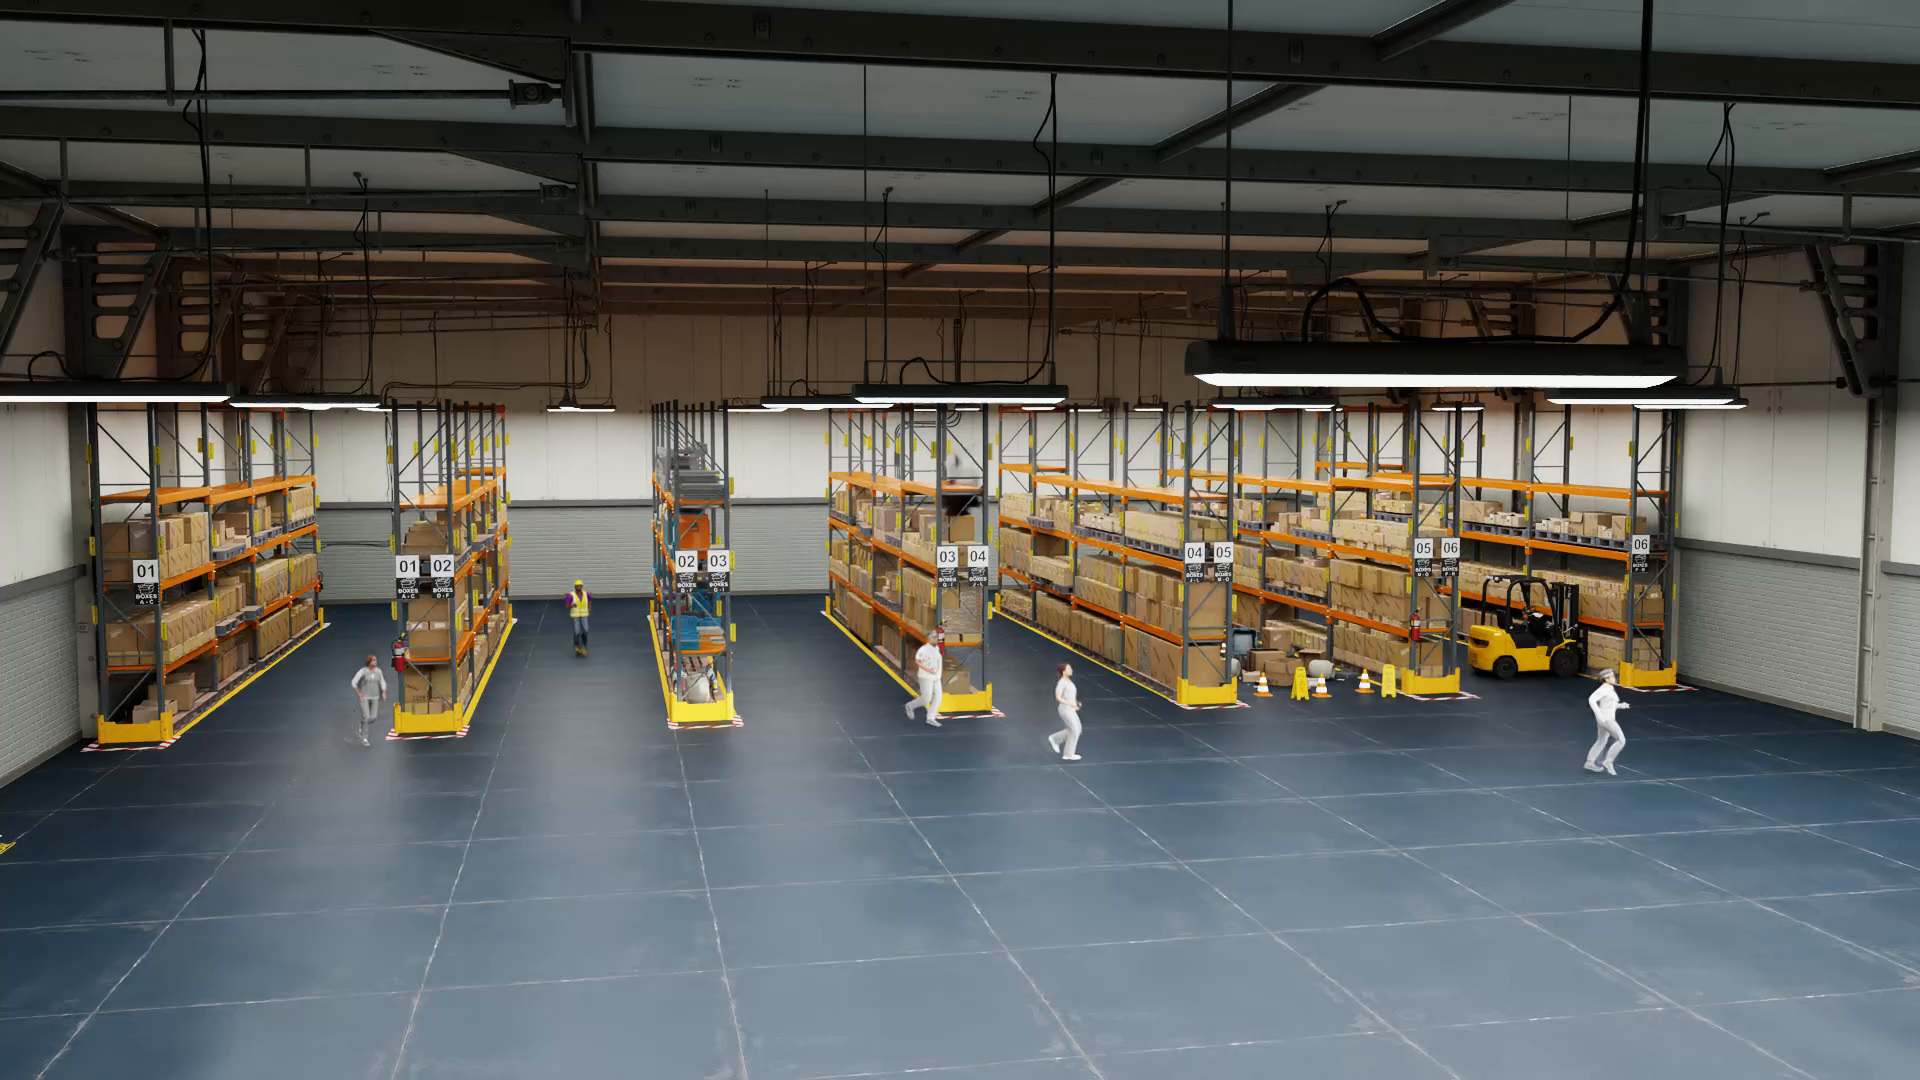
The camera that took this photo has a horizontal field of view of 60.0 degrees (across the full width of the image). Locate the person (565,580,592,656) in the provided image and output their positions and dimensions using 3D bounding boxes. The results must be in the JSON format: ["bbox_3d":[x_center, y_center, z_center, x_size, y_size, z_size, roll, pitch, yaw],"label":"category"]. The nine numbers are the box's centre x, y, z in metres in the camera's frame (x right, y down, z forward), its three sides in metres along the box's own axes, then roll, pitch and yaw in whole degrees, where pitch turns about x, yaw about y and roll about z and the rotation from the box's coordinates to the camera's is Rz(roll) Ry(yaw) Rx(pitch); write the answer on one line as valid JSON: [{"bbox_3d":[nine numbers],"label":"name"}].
[{"bbox_3d":[-9.061,1.860,39.634,0.673,1.813,0.706,-2,5,-22],"label":"person"}]

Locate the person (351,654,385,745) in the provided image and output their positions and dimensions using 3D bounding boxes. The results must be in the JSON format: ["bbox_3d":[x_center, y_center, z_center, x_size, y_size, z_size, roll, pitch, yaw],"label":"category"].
[{"bbox_3d":[-10.325,2.775,29.025,0.598,1.559,0.503,-4,6,-41],"label":"person"}]

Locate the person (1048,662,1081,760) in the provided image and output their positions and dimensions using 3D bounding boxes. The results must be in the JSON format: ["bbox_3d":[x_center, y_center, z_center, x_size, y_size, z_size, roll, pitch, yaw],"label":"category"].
[{"bbox_3d":[1.732,2.831,27.588,0.594,1.618,0.562,2,5,20],"label":"person"}]

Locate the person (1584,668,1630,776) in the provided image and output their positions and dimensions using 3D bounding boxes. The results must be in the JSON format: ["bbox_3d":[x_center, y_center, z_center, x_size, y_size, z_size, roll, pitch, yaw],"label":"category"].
[{"bbox_3d":[10.306,2.884,26.460,0.647,1.707,0.591,2,5,21],"label":"person"}]

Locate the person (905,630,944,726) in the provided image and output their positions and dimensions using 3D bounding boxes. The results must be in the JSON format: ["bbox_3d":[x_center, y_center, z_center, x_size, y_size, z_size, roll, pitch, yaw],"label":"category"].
[{"bbox_3d":[-0.595,2.538,30.866,0.745,1.766,0.677,4,6,39],"label":"person"}]
